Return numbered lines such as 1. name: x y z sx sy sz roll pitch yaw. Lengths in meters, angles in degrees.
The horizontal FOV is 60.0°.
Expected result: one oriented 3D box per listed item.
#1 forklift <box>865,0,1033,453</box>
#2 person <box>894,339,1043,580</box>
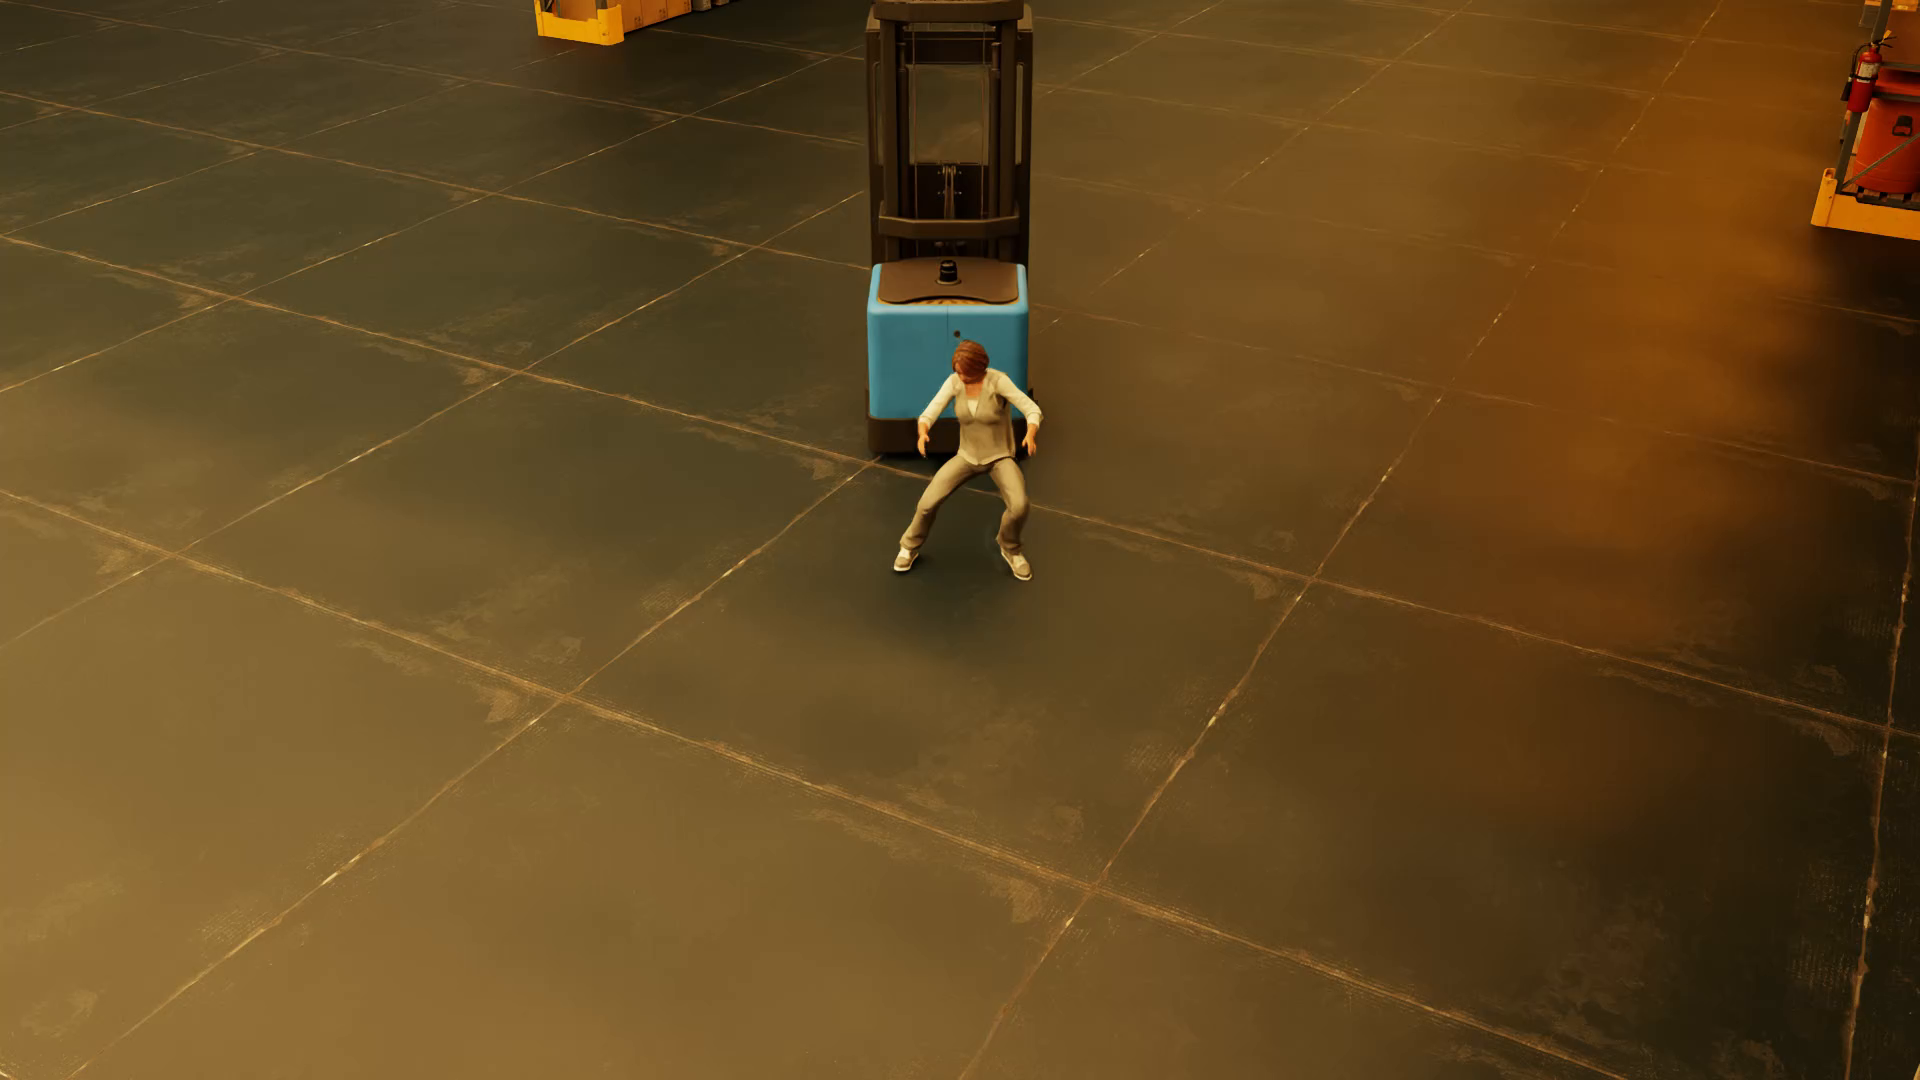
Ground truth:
1. forklift: -0.068 -2.532 11.458 1.130 2.935 3.031 0 30 0
2. person: 0.065 -0.426 9.345 0.871 1.392 0.678 11 32 19
